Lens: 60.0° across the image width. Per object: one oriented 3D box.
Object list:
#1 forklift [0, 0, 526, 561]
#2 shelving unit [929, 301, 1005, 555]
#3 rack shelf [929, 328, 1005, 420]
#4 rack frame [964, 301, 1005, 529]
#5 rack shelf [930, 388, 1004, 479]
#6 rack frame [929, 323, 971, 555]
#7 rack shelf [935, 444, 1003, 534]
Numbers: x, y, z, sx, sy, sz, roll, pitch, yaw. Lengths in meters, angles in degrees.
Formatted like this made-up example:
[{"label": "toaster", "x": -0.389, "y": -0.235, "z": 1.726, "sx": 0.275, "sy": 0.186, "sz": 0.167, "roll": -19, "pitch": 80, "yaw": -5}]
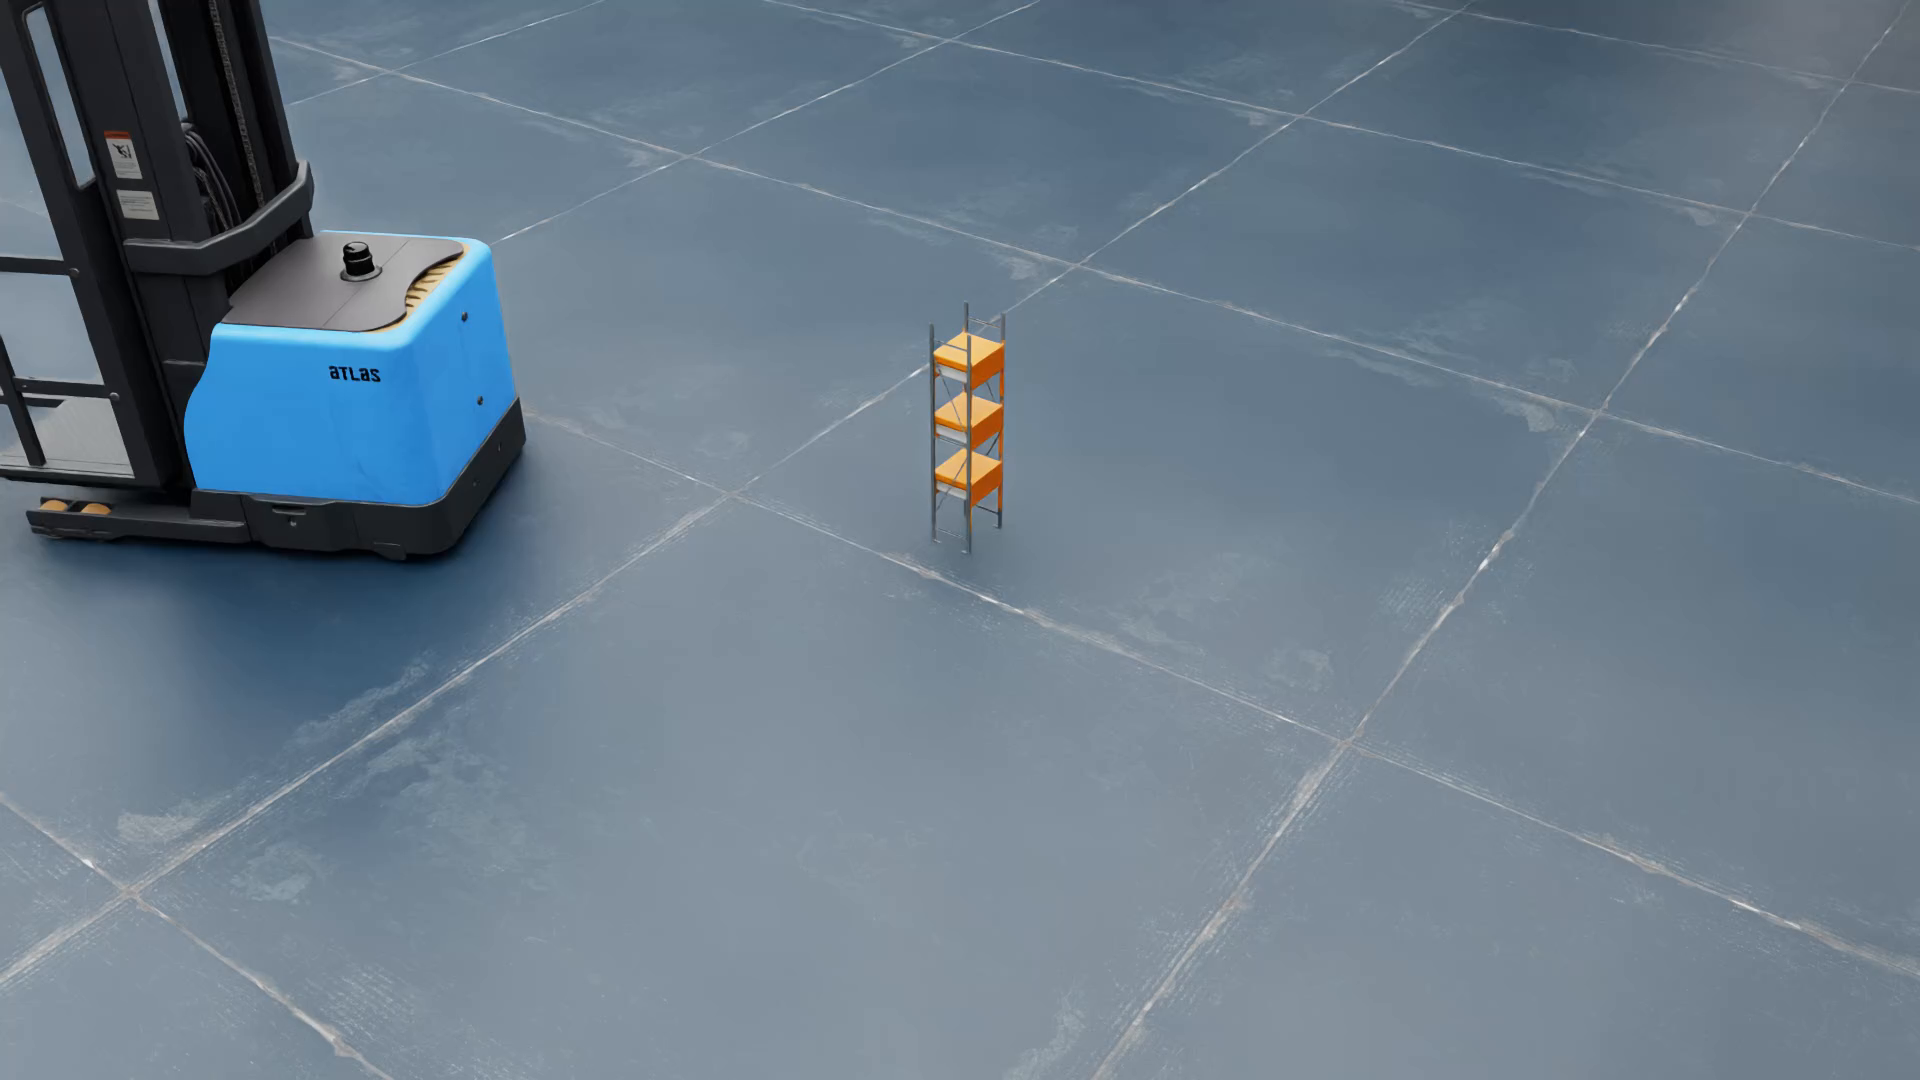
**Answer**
[{"label": "forklift", "x": -3.596, "y": -1.493, "z": 6.841, "sx": 3.031, "sy": 2.935, "sz": 1.130, "roll": 4, "pitch": 34, "yaw": 7}, {"label": "shelving unit", "x": 0.031, "y": -0.460, "z": 6.992, "sx": 0.215, "sy": 1.050, "sz": 0.252, "roll": 21, "pitch": 39, "yaw": 28}, {"label": "rack shelf", "x": 0.031, "y": -0.686, "z": 6.839, "sx": 0.215, "sy": 0.259, "sz": 0.240, "roll": 21, "pitch": 39, "yaw": 28}, {"label": "rack frame", "x": 0.100, "y": -0.516, "z": 7.075, "sx": 0.200, "sy": 1.050, "sz": 0.008, "roll": 21, "pitch": 39, "yaw": 28}, {"label": "rack shelf", "x": 0.031, "y": -0.451, "z": 6.998, "sx": 0.215, "sy": 0.259, "sz": 0.240, "roll": 21, "pitch": 39, "yaw": 28}, {"label": "rack frame", "x": -0.039, "y": -0.403, "z": 6.909, "sx": 0.200, "sy": 1.050, "sz": 0.008, "roll": 21, "pitch": 39, "yaw": 28}, {"label": "rack shelf", "x": 0.031, "y": -0.221, "z": 7.154, "sx": 0.215, "sy": 0.259, "sz": 0.240, "roll": 21, "pitch": 39, "yaw": 28}]
